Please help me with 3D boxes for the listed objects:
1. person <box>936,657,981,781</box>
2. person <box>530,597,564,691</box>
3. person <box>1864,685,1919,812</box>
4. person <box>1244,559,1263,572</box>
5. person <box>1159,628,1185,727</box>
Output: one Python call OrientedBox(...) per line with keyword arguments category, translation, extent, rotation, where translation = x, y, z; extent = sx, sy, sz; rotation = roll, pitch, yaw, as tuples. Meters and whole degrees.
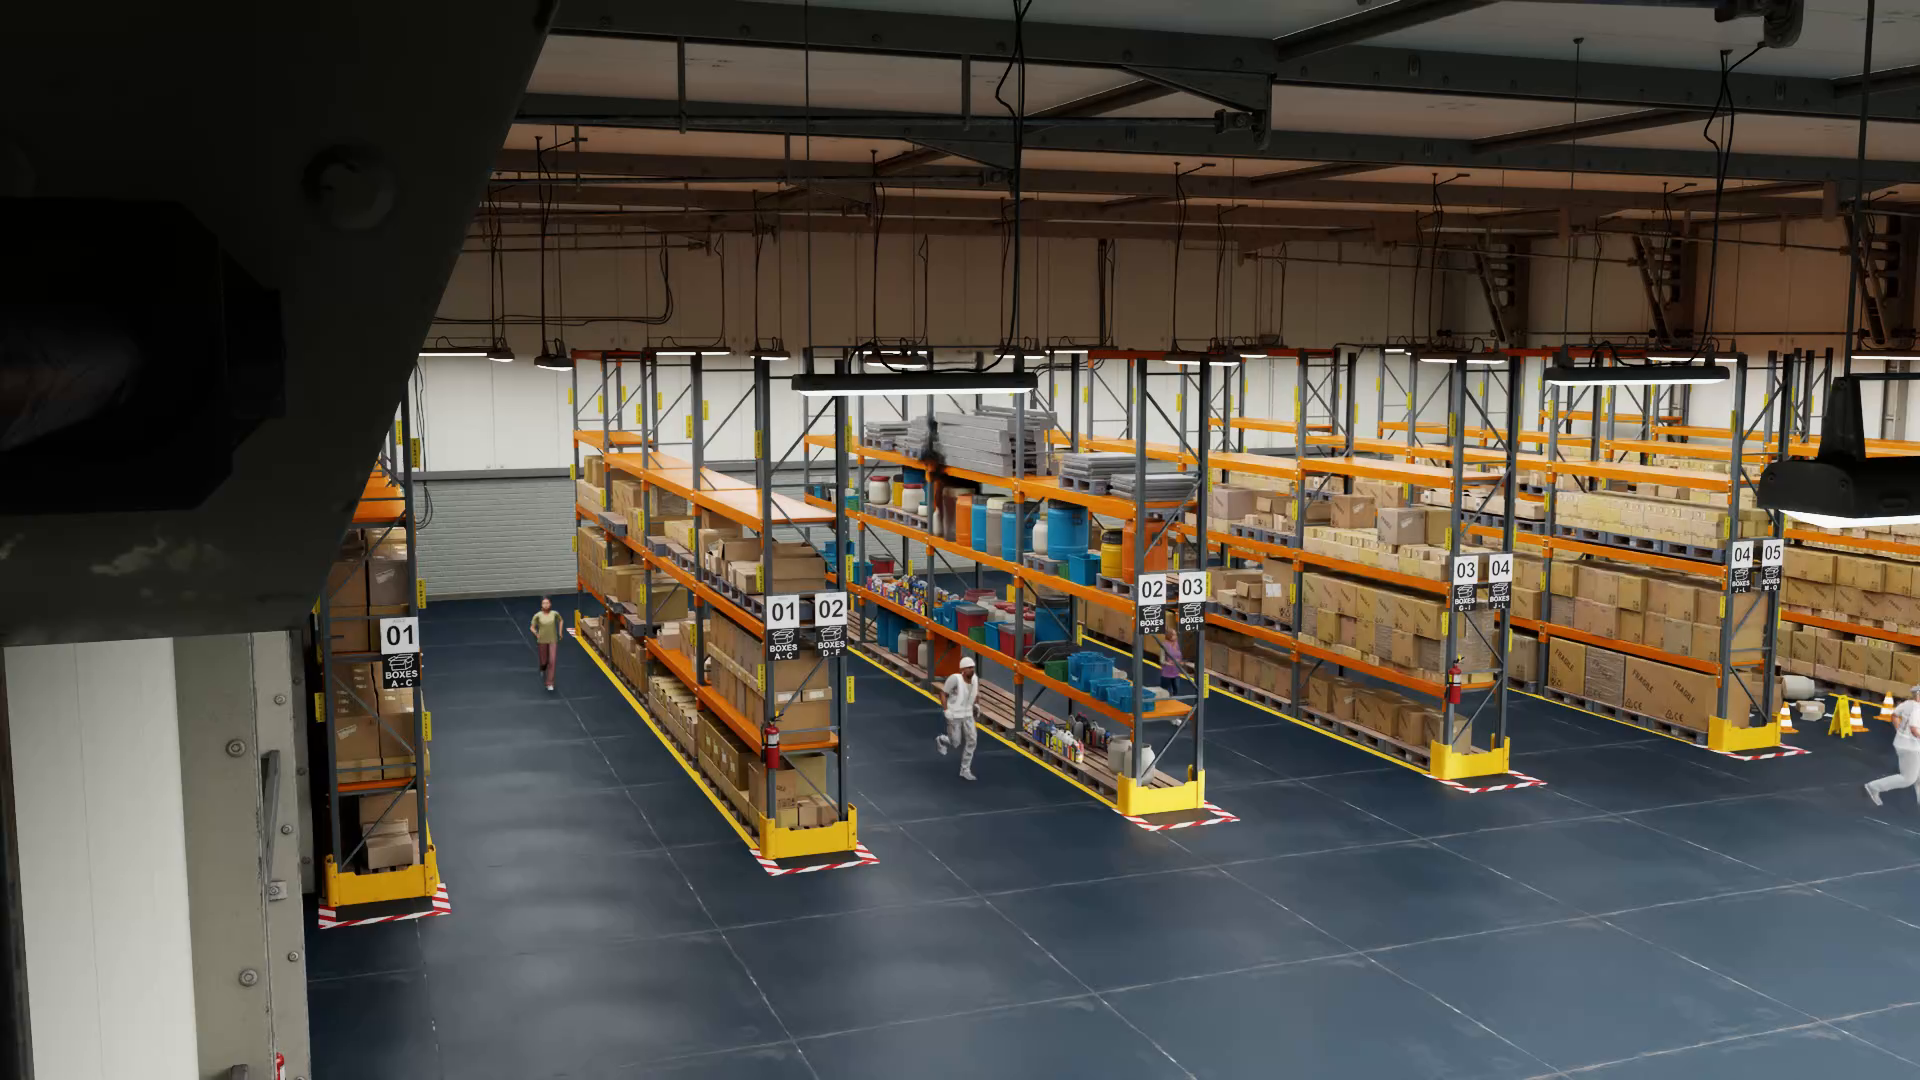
OrientedBox(category="person", translation=(-0.026, 2.524, 23.897), extent=(0.684, 1.757, 0.891), rotation=(-5, 9, -35))
OrientedBox(category="person", translation=(-7.373, 1.831, 29.764), extent=(0.593, 1.640, 0.875), rotation=(-2, 8, -19))
OrientedBox(category="person", translation=(12.478, 2.752, 21.881), extent=(0.986, 1.779, 0.686), rotation=(2, 8, 19))
OrientedBox(category="person", translation=(7.333, 0.379, 41.178), extent=(0.701, 1.737, 0.763), rotation=(5, 8, 33))
OrientedBox(category="person", translation=(3.368, 2.197, 26.928), extent=(0.533, 1.574, 0.794), rotation=(-7, 10, -43))
